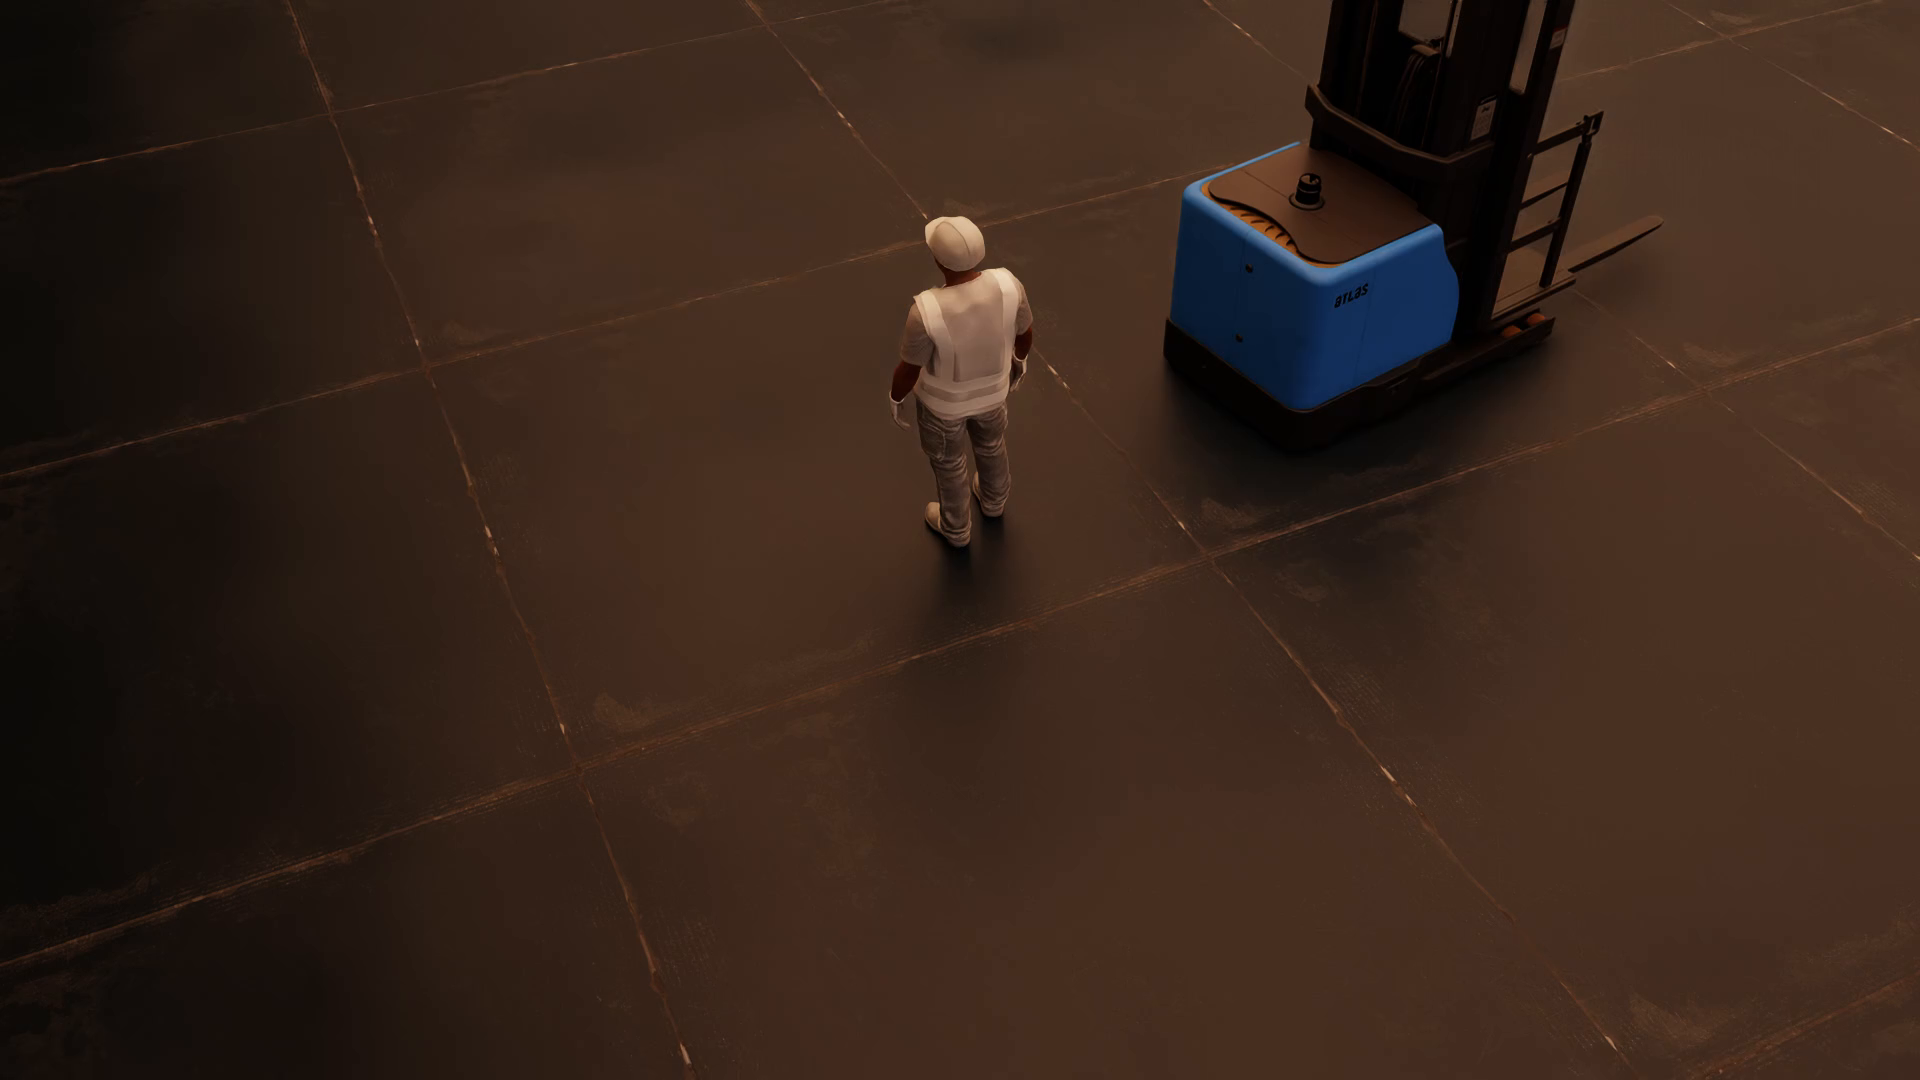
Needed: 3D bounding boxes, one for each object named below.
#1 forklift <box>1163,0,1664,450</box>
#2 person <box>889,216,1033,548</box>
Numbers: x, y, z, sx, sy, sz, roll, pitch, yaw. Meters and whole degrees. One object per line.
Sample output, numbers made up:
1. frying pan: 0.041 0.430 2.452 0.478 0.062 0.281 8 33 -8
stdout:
1. forklift: 2.572 -2.319 8.165 3.031 2.935 1.130 -26 49 -25
2. person: -0.023 -0.705 7.266 0.657 1.785 0.575 -18 46 -18
